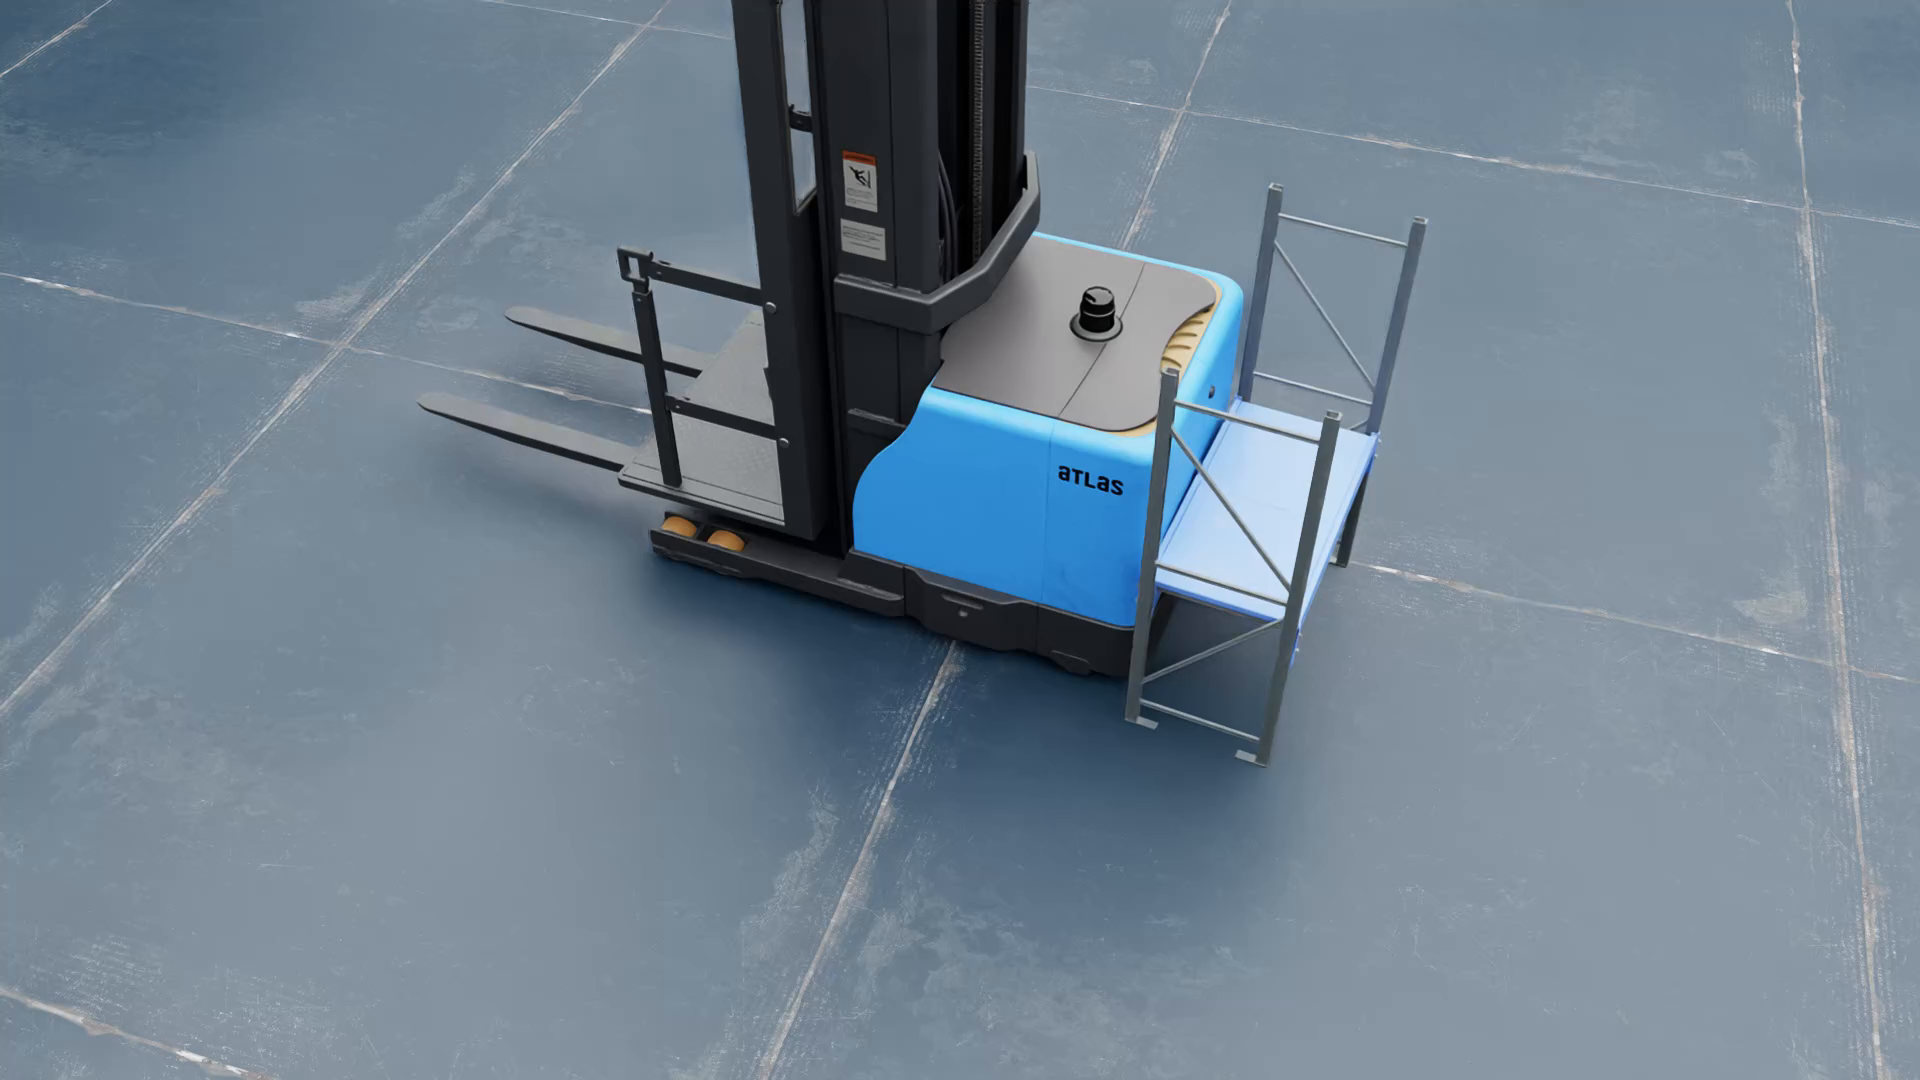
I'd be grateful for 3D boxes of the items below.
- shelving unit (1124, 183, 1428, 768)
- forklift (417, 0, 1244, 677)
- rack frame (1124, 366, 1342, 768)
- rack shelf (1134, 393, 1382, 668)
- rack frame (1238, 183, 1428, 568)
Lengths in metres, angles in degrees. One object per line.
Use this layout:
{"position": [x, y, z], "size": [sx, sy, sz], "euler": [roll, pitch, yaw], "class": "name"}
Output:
{"position": [0.999, -0.189, 5.371], "size": [0.538, 1.500, 1.048], "euler": [17, 47, 17], "class": "shelving unit"}
{"position": [-0.593, -1.244, 5.425], "size": [3.031, 2.935, 1.130], "euler": [16, 47, 16], "class": "forklift"}
{"position": [0.790, 0.136, 5.039], "size": [0.500, 1.500, 0.032], "euler": [17, 47, 17], "class": "rack frame"}
{"position": [0.999, -0.060, 5.496], "size": [0.538, 0.185, 1.000], "euler": [17, 47, 17], "class": "rack shelf"}
{"position": [1.207, -0.513, 5.702], "size": [0.500, 1.500, 0.032], "euler": [17, 47, 17], "class": "rack frame"}
